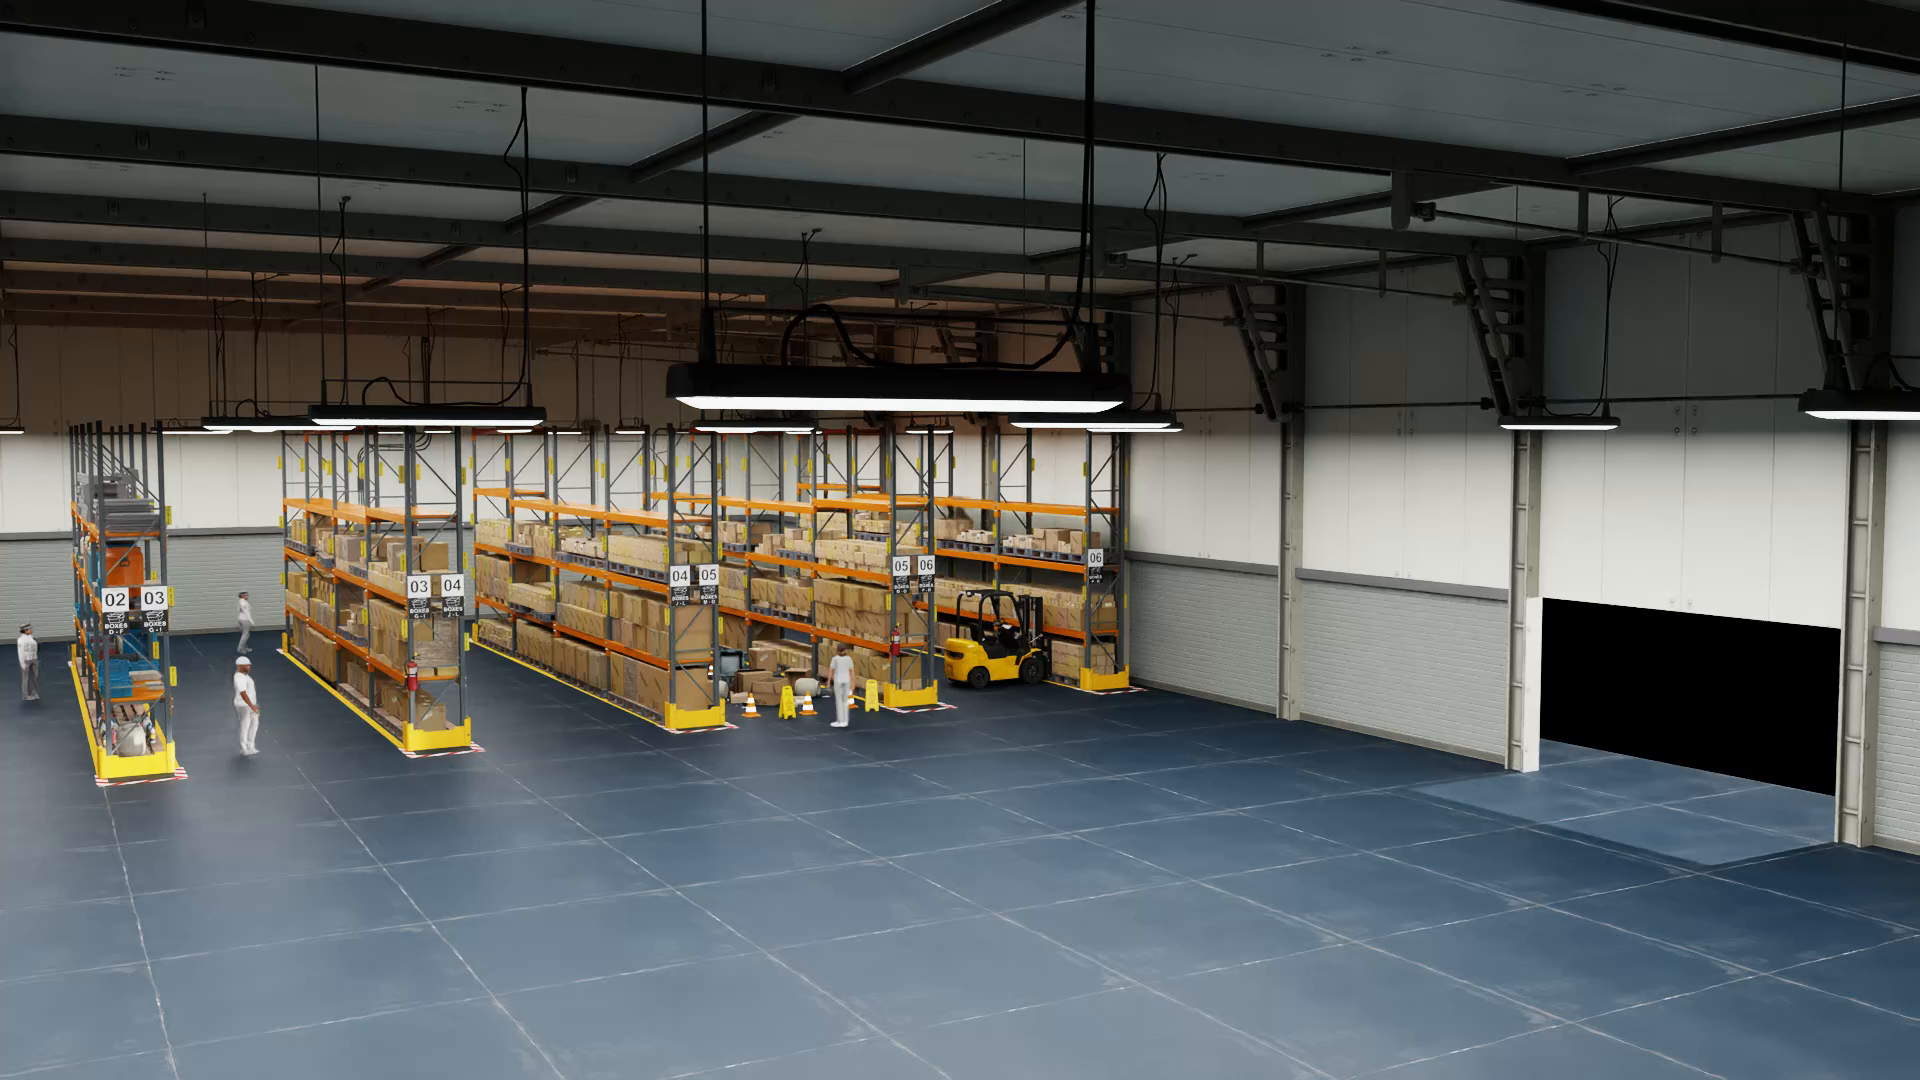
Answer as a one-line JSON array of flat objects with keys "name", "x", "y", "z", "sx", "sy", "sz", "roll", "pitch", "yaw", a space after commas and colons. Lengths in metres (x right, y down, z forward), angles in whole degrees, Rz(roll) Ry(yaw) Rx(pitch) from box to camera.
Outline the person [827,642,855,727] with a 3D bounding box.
[{"name": "person", "x": -2.345, "y": 2.865, "z": 32.862, "sx": 0.532, "sy": 1.696, "sz": 0.399, "roll": -1, "pitch": 4, "yaw": -13}]

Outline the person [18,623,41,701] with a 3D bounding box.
[{"name": "person", "x": -20.313, "y": 2.660, "z": 36.276, "sx": 0.384, "sy": 1.716, "sz": 0.542, "roll": 1, "pitch": 4, "yaw": 18}]

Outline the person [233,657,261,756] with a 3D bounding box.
[{"name": "person", "x": -12.853, "y": 3.001, "z": 30.002, "sx": 0.632, "sy": 1.807, "sz": 0.638, "roll": 0, "pitch": 4, "yaw": 2}]

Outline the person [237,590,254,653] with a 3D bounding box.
[{"name": "person", "x": -18.936, "y": 2.154, "z": 43.988, "sx": 0.463, "sy": 1.664, "sz": 0.518, "roll": -2, "pitch": 4, "yaw": -35}]
